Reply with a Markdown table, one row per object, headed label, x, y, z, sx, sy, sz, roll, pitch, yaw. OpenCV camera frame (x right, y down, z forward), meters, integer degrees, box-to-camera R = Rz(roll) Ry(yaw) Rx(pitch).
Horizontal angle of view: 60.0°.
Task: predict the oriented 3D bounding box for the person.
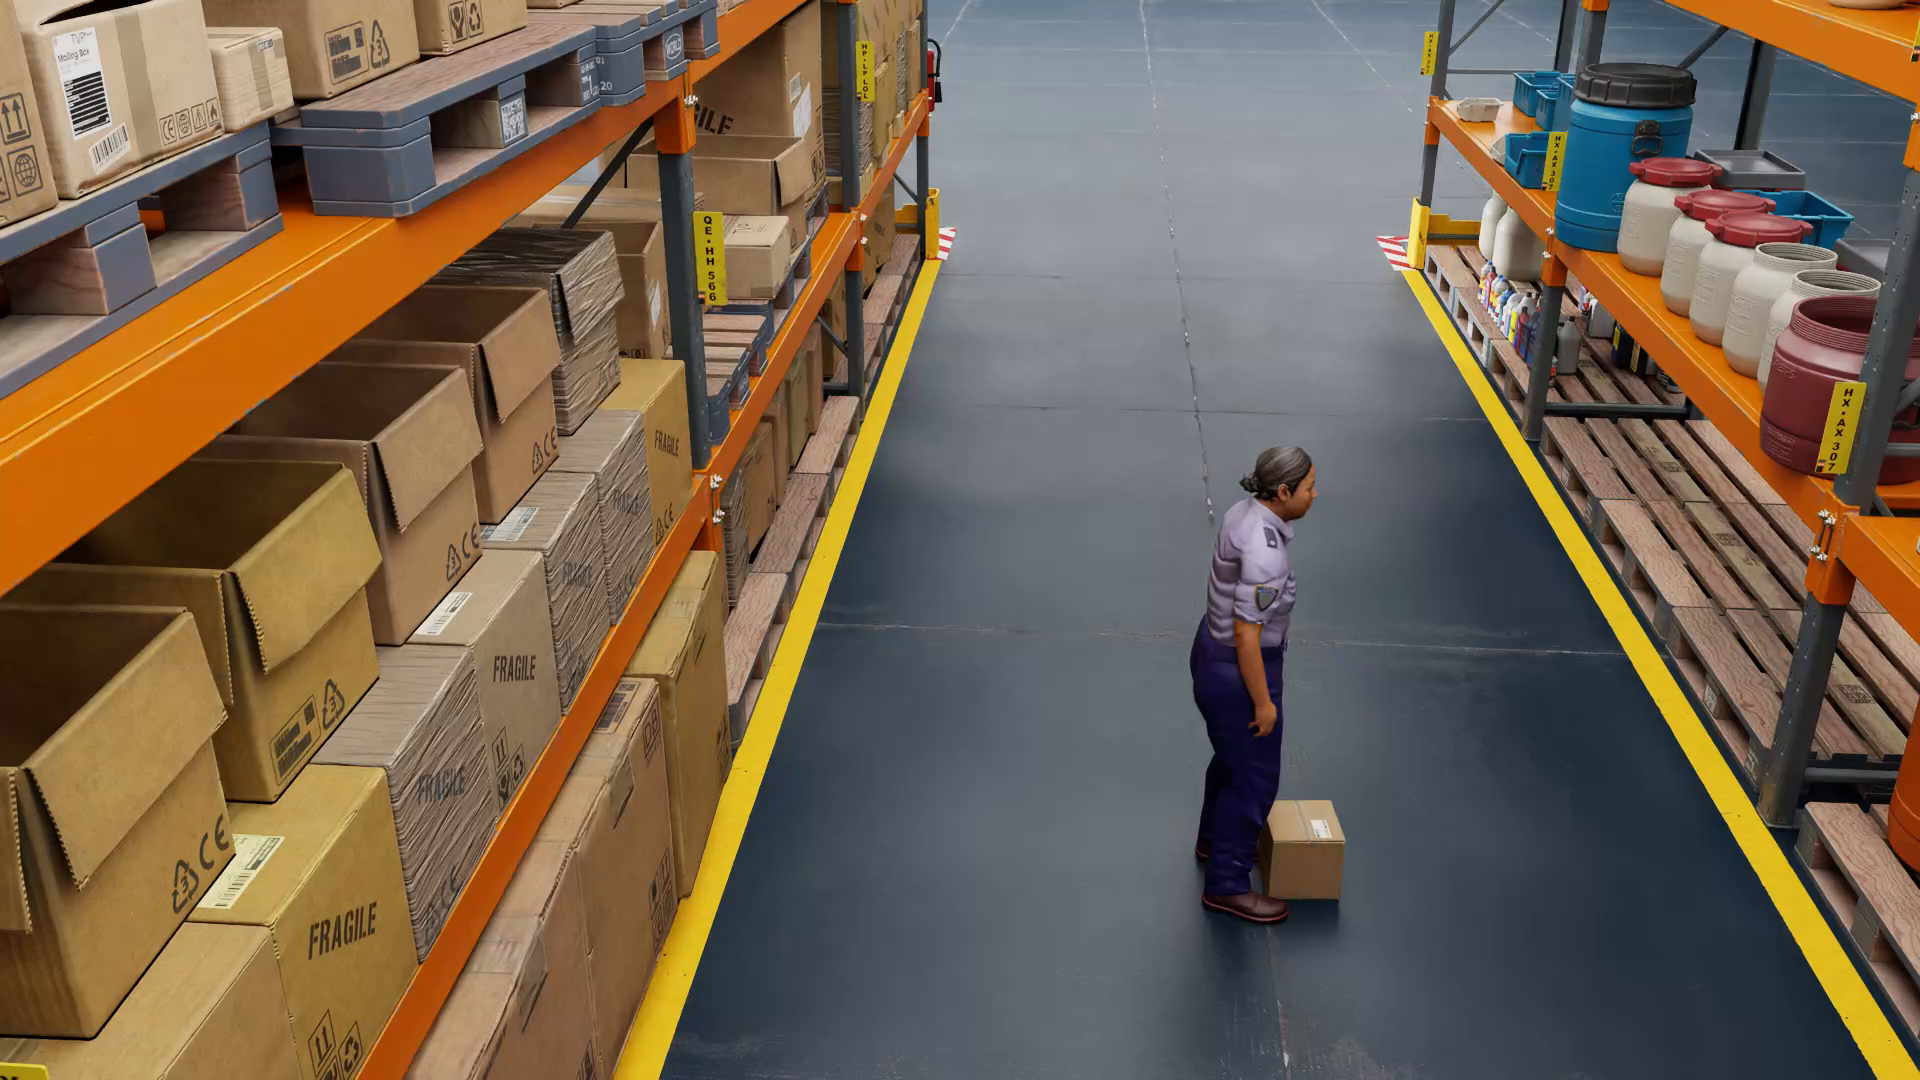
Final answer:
| label | x | y | z | sx | sy | sz | roll | pitch | yaw |
| --- | --- | --- | --- | --- | --- | --- | --- | --- | --- |
| person | 0.968 | 0.457 | 5.621 | 0.367 | 1.651 | 0.547 | 2 | 25 | 3 |
